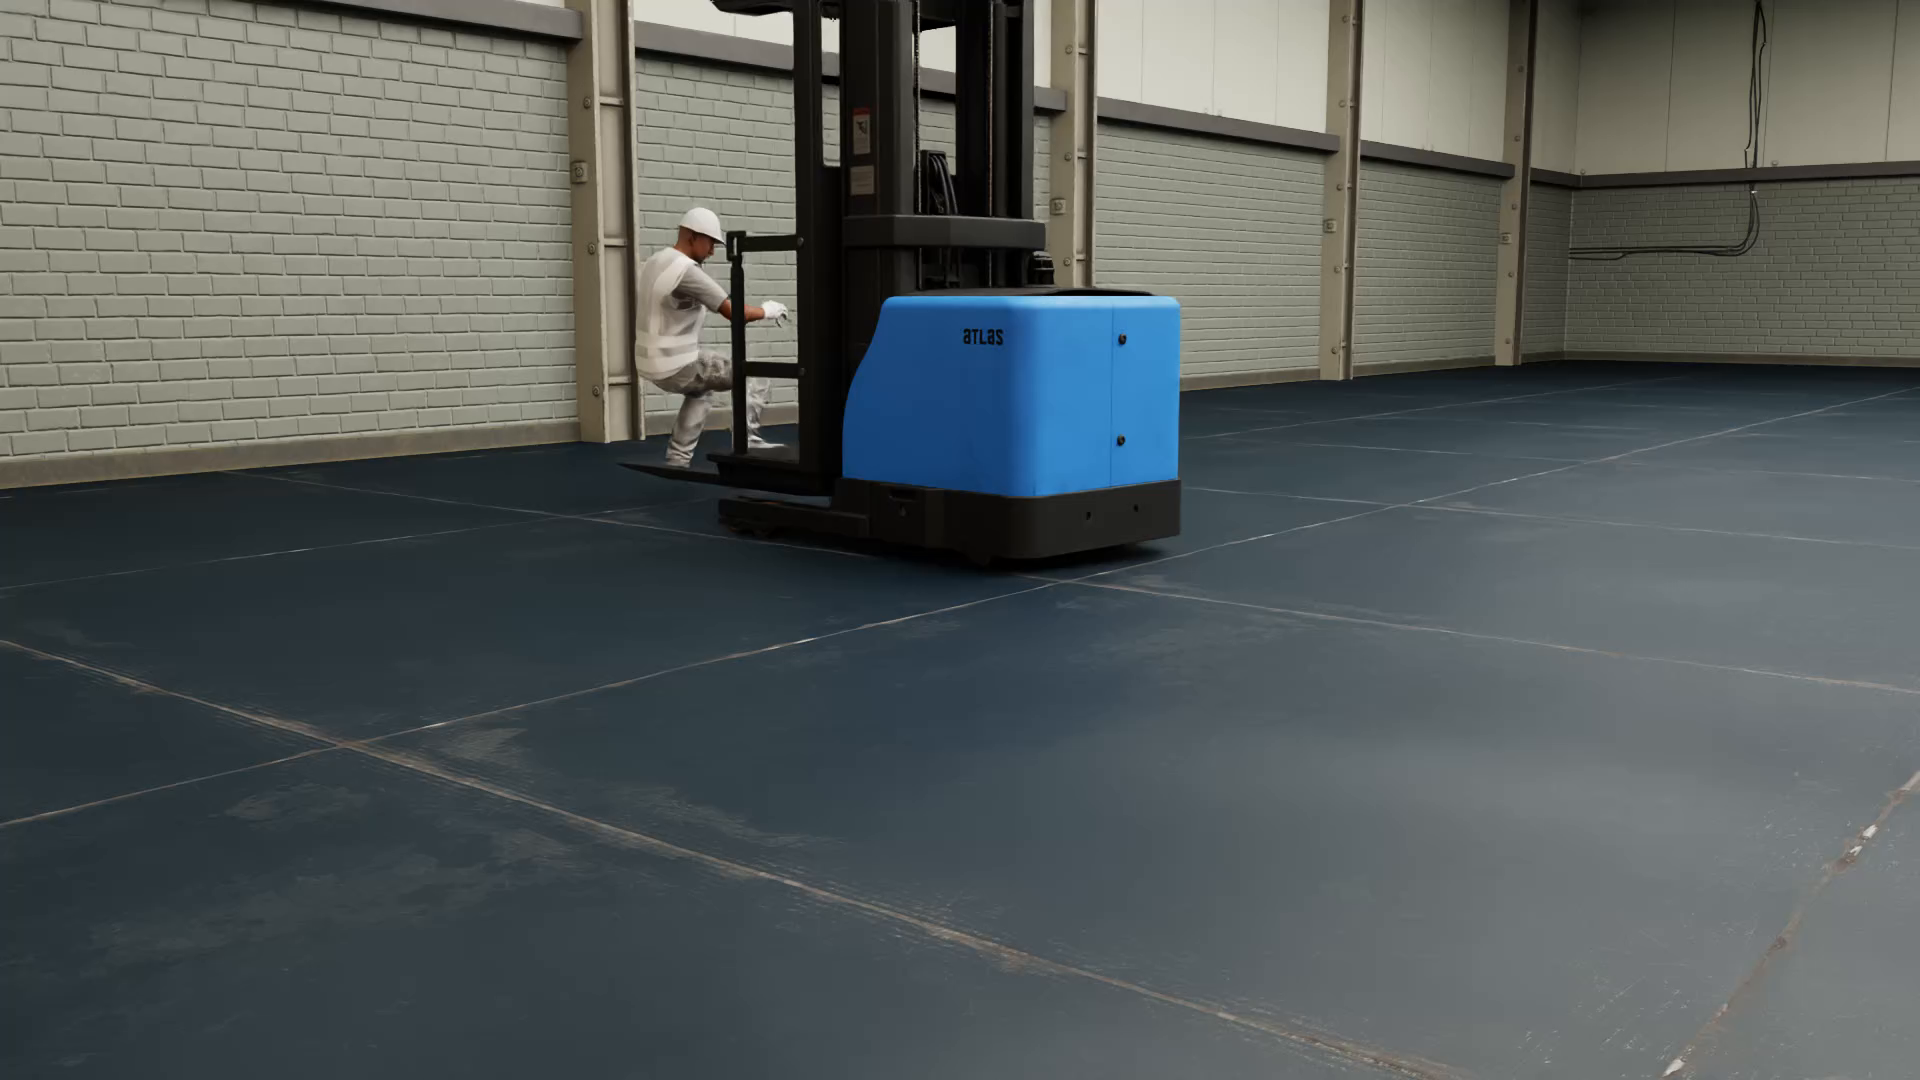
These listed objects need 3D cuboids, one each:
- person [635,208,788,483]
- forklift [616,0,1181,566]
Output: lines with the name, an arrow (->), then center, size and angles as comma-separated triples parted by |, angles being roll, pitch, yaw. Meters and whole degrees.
person -> -1.369, -1.031, 9.074 | 0.775, 1.526, 1.066 | -4, 9, -27
forklift -> -0.464, -1.507, 7.581 | 3.031, 2.935, 1.130 | 8, 12, 44
